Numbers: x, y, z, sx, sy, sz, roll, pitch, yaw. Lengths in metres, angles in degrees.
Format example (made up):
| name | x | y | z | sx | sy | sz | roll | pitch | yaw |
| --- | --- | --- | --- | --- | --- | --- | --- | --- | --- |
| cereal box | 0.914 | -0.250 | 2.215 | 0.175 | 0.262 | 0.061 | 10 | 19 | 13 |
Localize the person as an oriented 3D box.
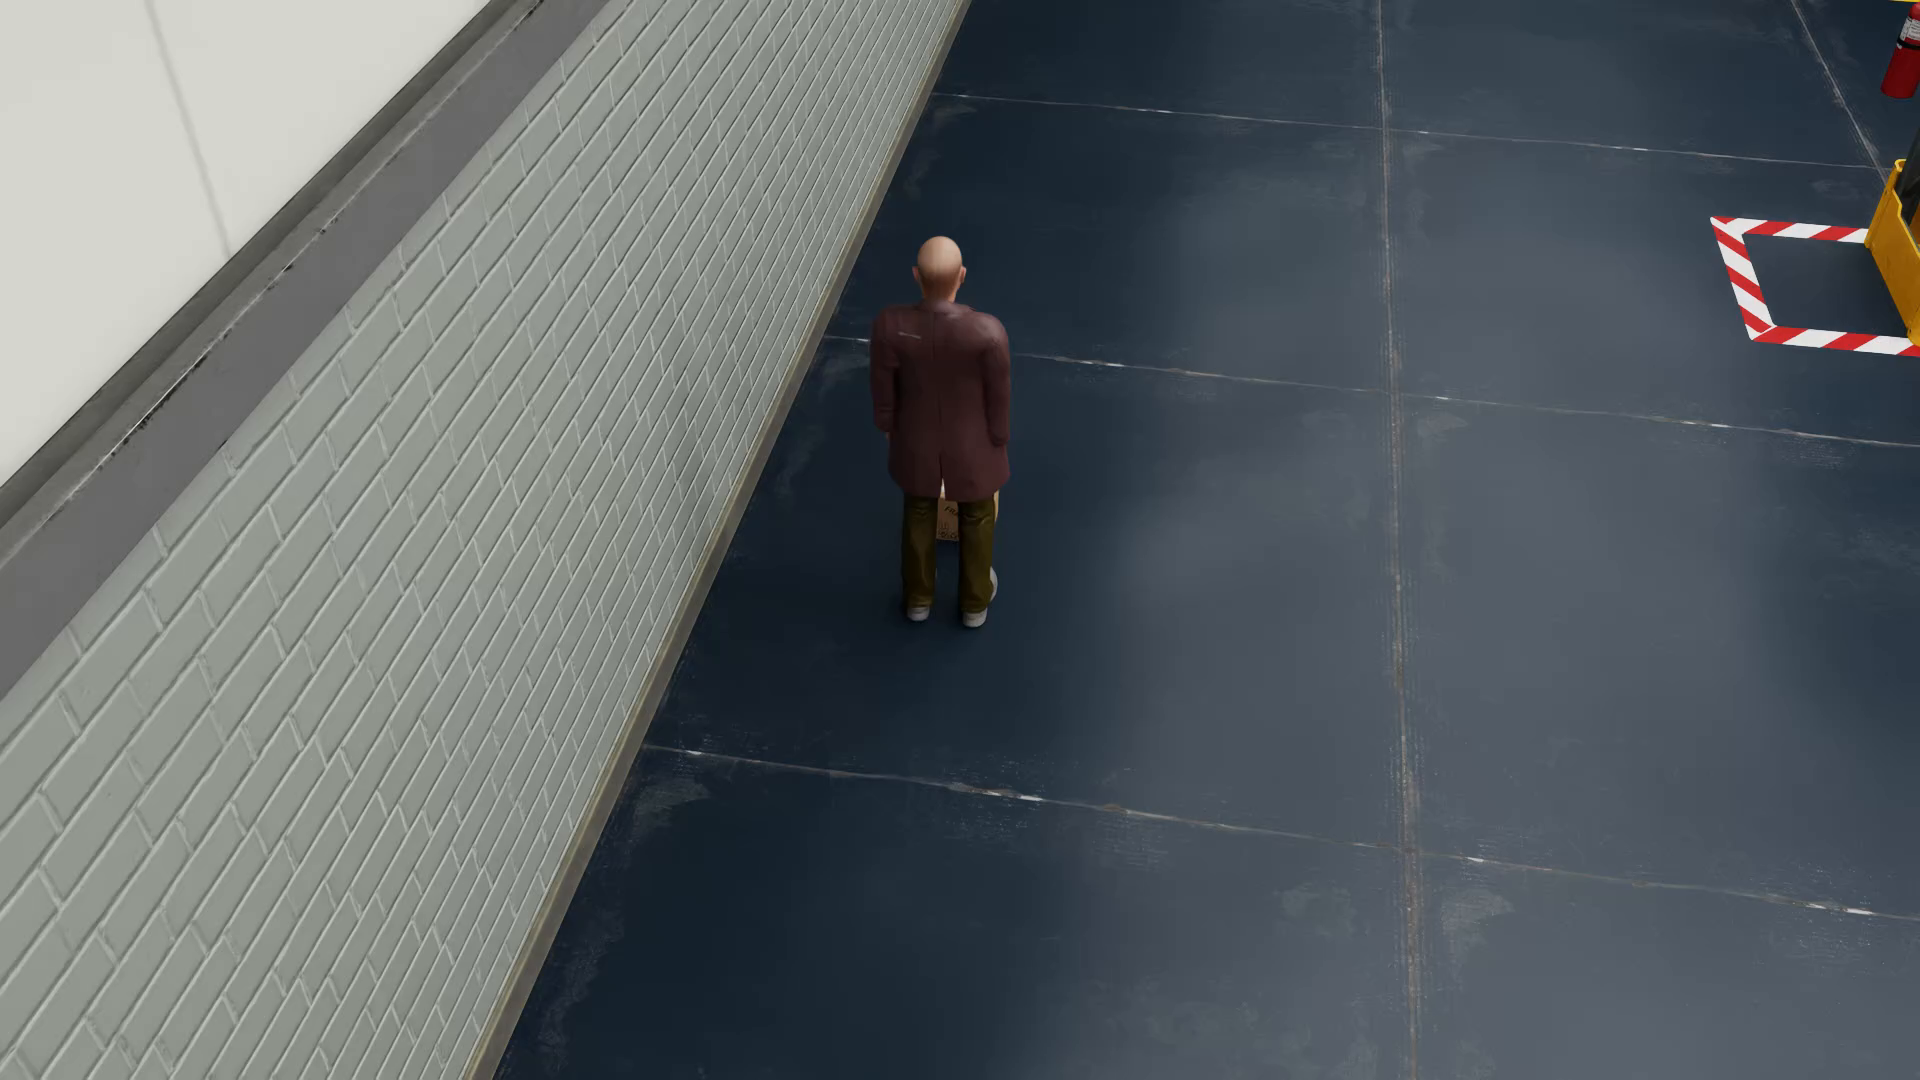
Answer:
| name | x | y | z | sx | sy | sz | roll | pitch | yaw |
| --- | --- | --- | --- | --- | --- | --- | --- | --- | --- |
| person | -0.071 | -0.426 | 6.685 | 0.563 | 1.772 | 0.384 | 7 | 41 | 9 |
